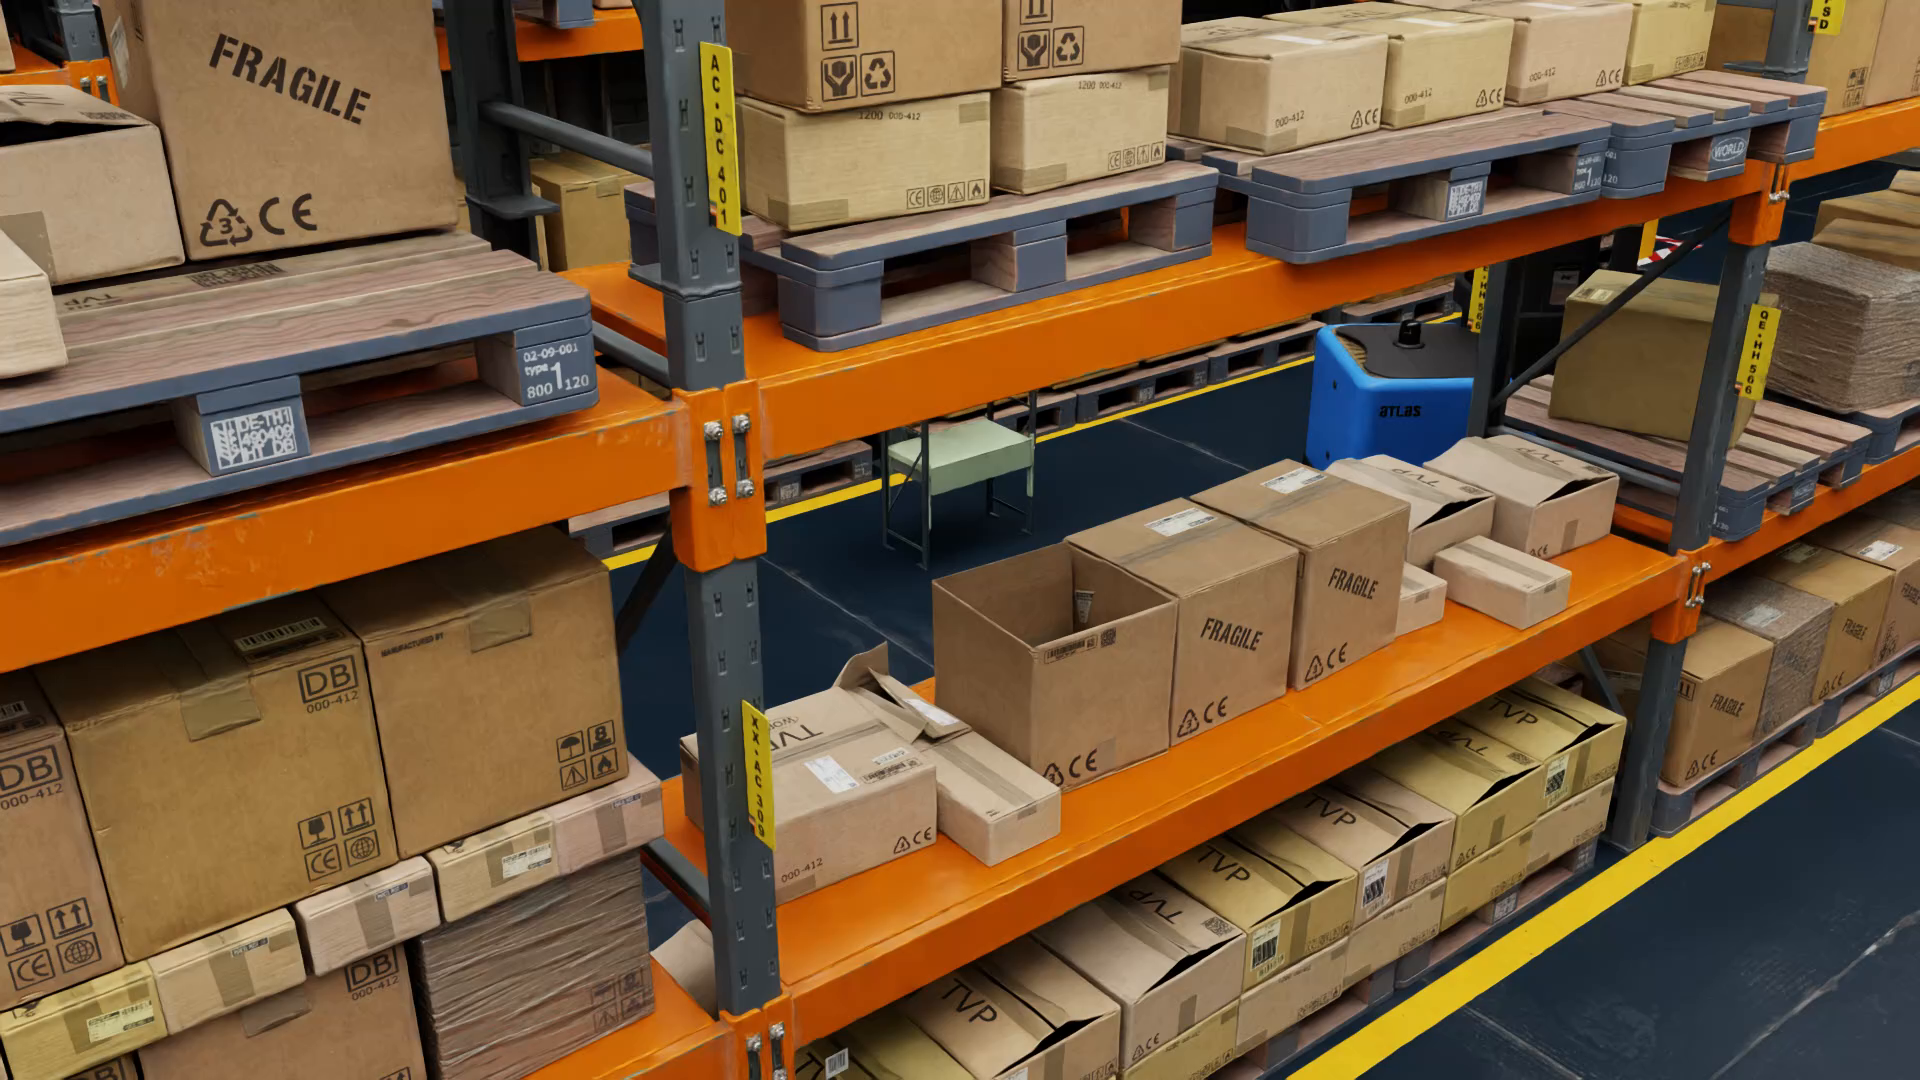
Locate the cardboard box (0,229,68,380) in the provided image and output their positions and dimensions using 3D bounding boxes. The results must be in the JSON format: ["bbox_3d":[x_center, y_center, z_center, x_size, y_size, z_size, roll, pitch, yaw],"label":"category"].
[{"bbox_3d":[-1.546,-0.355,2.523,0.250,0.149,0.380,-18,31,-34],"label":"cardboard box"}]

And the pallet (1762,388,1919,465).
[{"bbox_3d":[3.909,-0.717,7.460,1.213,0.211,1.003,-18,31,-34],"label":"pallet"}]

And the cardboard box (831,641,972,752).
[{"bbox_3d":[-0.187,0.513,4.741,0.258,0.266,0.396,-19,31,-35],"label":"cardboard box"}]

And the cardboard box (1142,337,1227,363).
[{"bbox_3d":[1.341,-1.748,11.509,0.750,0.750,0.750,-17,30,-33],"label":"cardboard box"}]

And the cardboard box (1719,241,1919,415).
[{"bbox_3d":[3.645,-0.909,7.027,0.500,0.500,0.700,-12,28,-24],"label":"cardboard box"}]

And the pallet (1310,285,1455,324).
[{"bbox_3d":[3.116,-1.884,13.058,1.213,0.211,1.003,-18,31,-34],"label":"pallet"}]

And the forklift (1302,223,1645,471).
[{"bbox_3d":[3.509,-1.389,8.762,3.031,2.935,1.130,-1,25,-2],"label":"forklift"}]

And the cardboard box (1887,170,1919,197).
[{"bbox_3d":[5.019,-1.524,8.352,0.700,0.500,0.500,15,29,29],"label":"cardboard box"}]

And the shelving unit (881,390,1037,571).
[{"bbox_3d":[-0.005,-0.679,8.931,0.755,1.500,0.431,-18,31,-34],"label":"shelving unit"}]

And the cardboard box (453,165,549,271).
[{"bbox_3d":[-2.461,-1.589,8.469,0.500,0.500,0.700,-14,28,-27],"label":"cardboard box"}]

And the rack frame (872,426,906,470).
[{"bbox_3d":[-0.678,-1.938,9.862,0.127,3.000,1.000,-18,31,-34],"label":"rack frame"}]

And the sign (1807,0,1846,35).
[{"bbox_3d":[2.718,-1.743,5.171,0.005,0.325,0.100,-18,31,-34],"label":"sign"}]

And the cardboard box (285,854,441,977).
[{"bbox_3d":[-1.248,0.676,3.341,0.250,0.149,0.380,-19,31,-35],"label":"cardboard box"}]

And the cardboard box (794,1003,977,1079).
[{"bbox_3d":[-0.287,1.519,4.515,0.500,0.311,0.500,-18,30,-34],"label":"cardboard box"}]

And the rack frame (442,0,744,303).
[{"bbox_3d":[-0.766,-1.980,2.826,0.127,3.000,1.000,-18,31,-34],"label":"rack frame"}]

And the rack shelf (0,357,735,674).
[{"bbox_3d":[-2.340,0.227,2.490,4.000,0.370,1.077,-18,31,-34],"label":"rack shelf"}]

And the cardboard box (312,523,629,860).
[{"bbox_3d":[-1.111,0.225,3.542,0.500,0.500,0.700,-18,30,-34],"label":"cardboard box"}]

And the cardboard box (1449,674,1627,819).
[{"bbox_3d":[2.122,0.722,6.232,0.500,0.311,0.500,-17,30,-33],"label":"cardboard box"}]

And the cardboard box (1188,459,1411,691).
[{"bbox_3d":[1.071,0.098,5.356,0.500,0.500,0.500,-20,32,-37],"label":"cardboard box"}]

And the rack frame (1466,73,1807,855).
[{"bbox_3d":[2.382,-0.298,6.328,0.127,3.000,1.000,-18,31,-34],"label":"rack frame"}]

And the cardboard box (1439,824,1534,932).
[{"bbox_3d":[1.715,1.112,6.059,0.500,0.250,0.500,-19,31,-35],"label":"cardboard box"}]

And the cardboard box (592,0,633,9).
[{"bbox_3d":[-1.755,-3.048,8.545,0.637,0.503,0.797,-14,28,-27],"label":"cardboard box"}]

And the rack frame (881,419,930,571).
[{"bbox_3d":[-0.293,-0.583,8.726,0.023,1.500,0.400,-18,31,-34],"label":"rack frame"}]

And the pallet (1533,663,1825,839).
[{"bbox_3d":[2.993,0.786,7.306,1.213,0.211,1.003,-18,31,-34],"label":"pallet"}]

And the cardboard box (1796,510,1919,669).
[{"bbox_3d":[4.130,0.209,7.683,0.500,0.500,0.500,-19,31,-36],"label":"cardboard box"}]

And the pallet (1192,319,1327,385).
[{"bbox_3d":[1.909,-1.487,12.202,1.213,0.211,1.003,-18,31,-34],"label":"pallet"}]

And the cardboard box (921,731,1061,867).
[{"bbox_3d":[0.057,0.693,4.492,0.250,0.149,0.380,-18,31,-34],"label":"cardboard box"}]

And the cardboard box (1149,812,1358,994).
[{"bbox_3d":[0.922,1.119,5.377,0.500,0.311,0.500,-17,30,-33],"label":"cardboard box"}]

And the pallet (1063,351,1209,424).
[{"bbox_3d":[0.948,-1.168,11.516,1.213,0.211,1.003,-18,31,-34],"label":"pallet"}]

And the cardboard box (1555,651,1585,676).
[{"bbox_3d":[2.973,0.316,7.453,0.500,0.500,0.500,-17,30,-32],"label":"cardboard box"}]

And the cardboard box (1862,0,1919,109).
[{"bbox_3d":[3.106,-1.961,6.229,0.500,0.500,0.910,-18,31,-34],"label":"cardboard box"}]

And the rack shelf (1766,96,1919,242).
[{"bbox_3d":[3.956,-1.852,6.968,4.000,0.370,1.077,-18,31,-34],"label":"rack shelf"}]

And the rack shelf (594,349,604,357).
[{"bbox_3d":[-2.252,-1.092,8.894,4.000,0.370,1.077,-18,31,-34],"label":"rack shelf"}]

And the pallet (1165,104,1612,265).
[{"bbox_3d":[1.025,-1.075,4.665,1.213,0.211,1.003,-17,30,-32],"label":"pallet"}]

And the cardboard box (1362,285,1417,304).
[{"bbox_3d":[3.121,-2.194,12.884,0.500,0.500,0.700,-18,30,-33],"label":"cardboard box"}]

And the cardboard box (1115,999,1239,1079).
[{"bbox_3d":[0.513,1.508,5.206,0.500,0.250,0.500,-19,31,-36],"label":"cardboard box"}]

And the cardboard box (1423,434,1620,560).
[{"bbox_3d":[2.069,-0.177,6.175,0.500,0.311,0.500,-16,29,-31],"label":"cardboard box"}]

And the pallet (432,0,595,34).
[{"bbox_3d":[-2.460,-2.570,7.883,1.003,0.211,1.213,-18,31,-34],"label":"pallet"}]

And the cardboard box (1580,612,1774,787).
[{"bbox_3d":[2.916,0.613,6.813,0.500,0.500,0.500,-17,30,-32],"label":"cardboard box"}]

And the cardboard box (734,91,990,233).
[{"bbox_3d":[-0.275,-0.899,3.739,0.500,0.250,0.500,-15,29,-29],"label":"cardboard box"}]

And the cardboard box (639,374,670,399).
[{"bbox_3d":[-1.700,-1.012,9.423,0.500,0.250,0.500,-18,30,-33],"label":"cardboard box"}]

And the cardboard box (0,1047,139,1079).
[{"bbox_3d":[-1.919,1.082,3.238,0.500,0.500,0.700,-18,30,-33],"label":"cardboard box"}]

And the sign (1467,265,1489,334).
[{"bbox_3d":[2.039,-0.964,6.483,0.005,0.325,0.100,-18,31,-34],"label":"sign"}]

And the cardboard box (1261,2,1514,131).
[{"bbox_3d":[1.201,-1.357,4.727,0.500,0.250,0.500,-19,31,-35],"label":"cardboard box"}]
